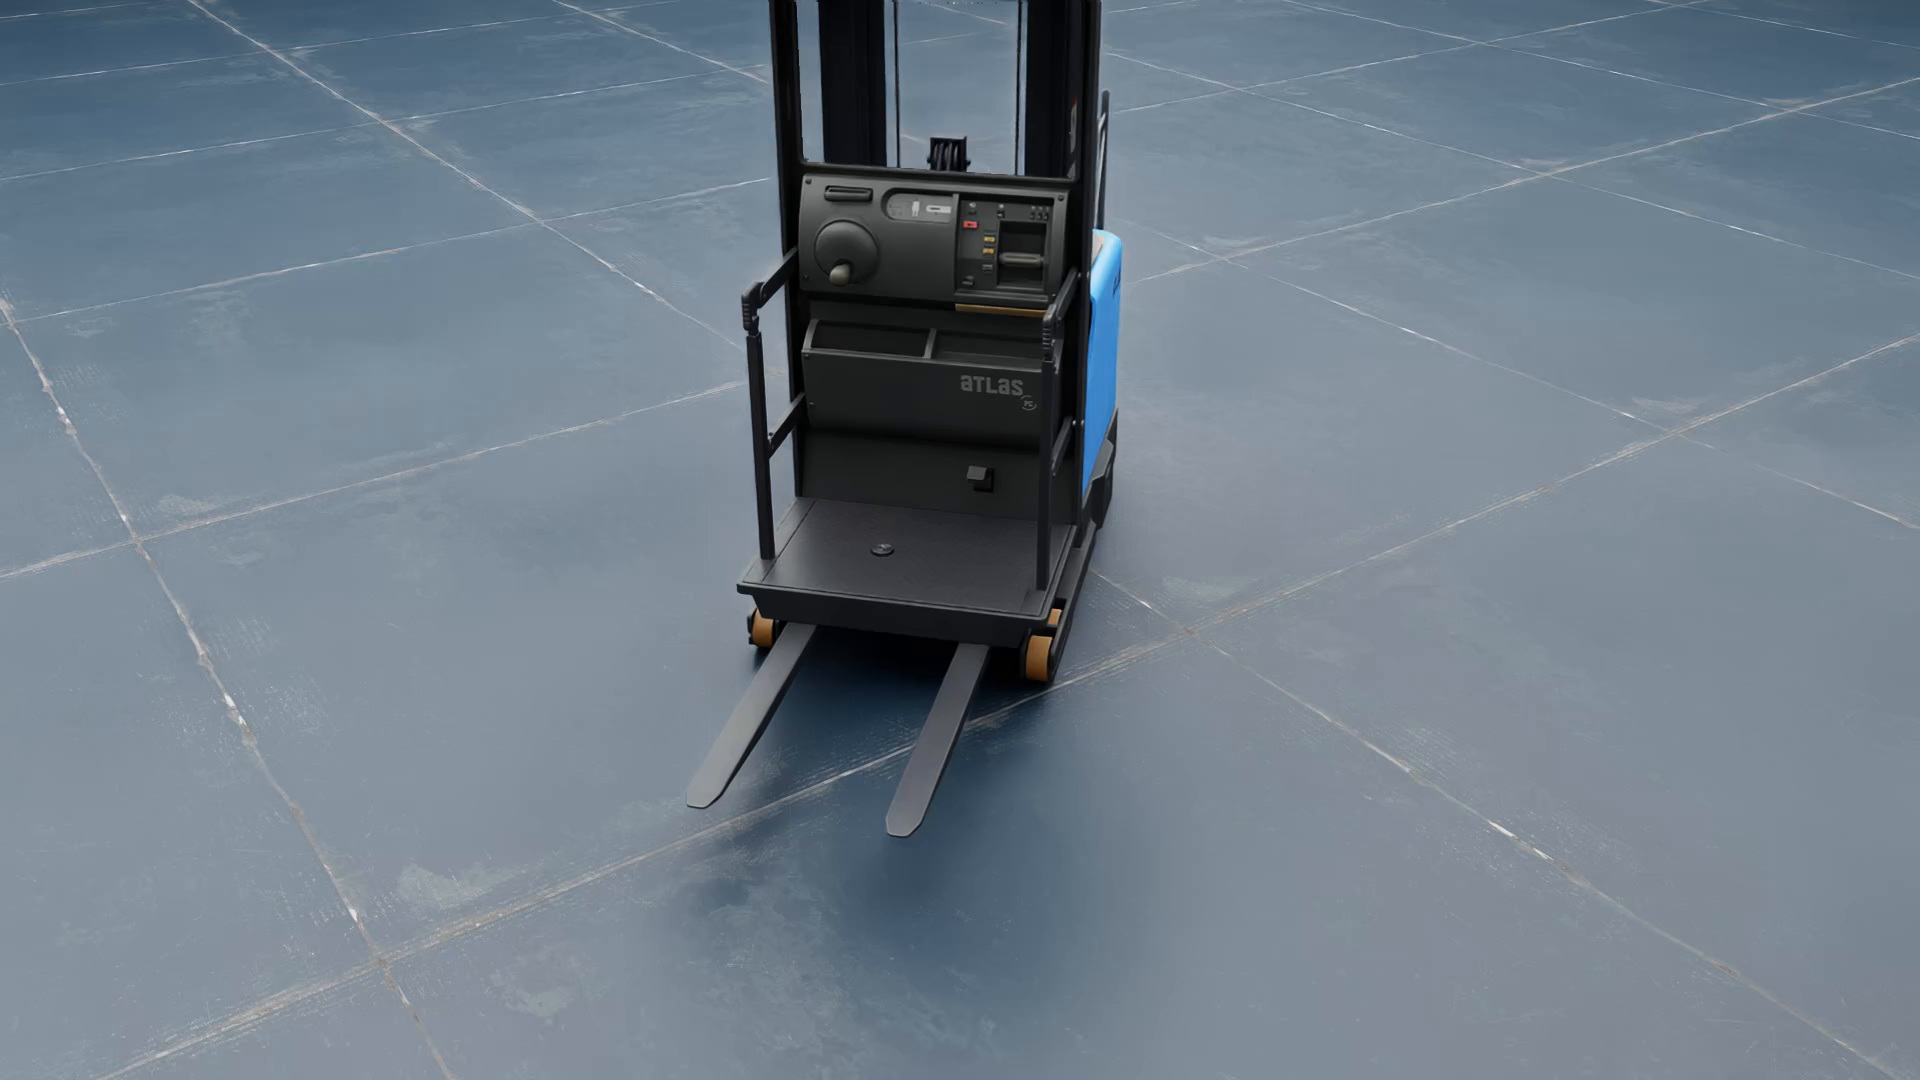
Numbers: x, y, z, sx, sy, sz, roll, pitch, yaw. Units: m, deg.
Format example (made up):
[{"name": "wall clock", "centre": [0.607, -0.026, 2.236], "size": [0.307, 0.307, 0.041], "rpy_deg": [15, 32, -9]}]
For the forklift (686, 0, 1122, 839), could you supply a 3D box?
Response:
[{"name": "forklift", "centre": [-0.142, -0.987, 5.496], "size": [1.130, 2.935, 3.031], "rpy_deg": [6, 29, 11]}]

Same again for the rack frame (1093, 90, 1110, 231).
[{"name": "rack frame", "centre": [0.589, -1.171, 7.335], "size": [0.032, 1.500, 0.500], "rpy_deg": [5, 29, 9]}]

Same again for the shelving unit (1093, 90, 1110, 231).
[{"name": "shelving unit", "centre": [0.089, -1.215, 7.415], "size": [1.048, 1.500, 0.538], "rpy_deg": [5, 29, 9]}]
